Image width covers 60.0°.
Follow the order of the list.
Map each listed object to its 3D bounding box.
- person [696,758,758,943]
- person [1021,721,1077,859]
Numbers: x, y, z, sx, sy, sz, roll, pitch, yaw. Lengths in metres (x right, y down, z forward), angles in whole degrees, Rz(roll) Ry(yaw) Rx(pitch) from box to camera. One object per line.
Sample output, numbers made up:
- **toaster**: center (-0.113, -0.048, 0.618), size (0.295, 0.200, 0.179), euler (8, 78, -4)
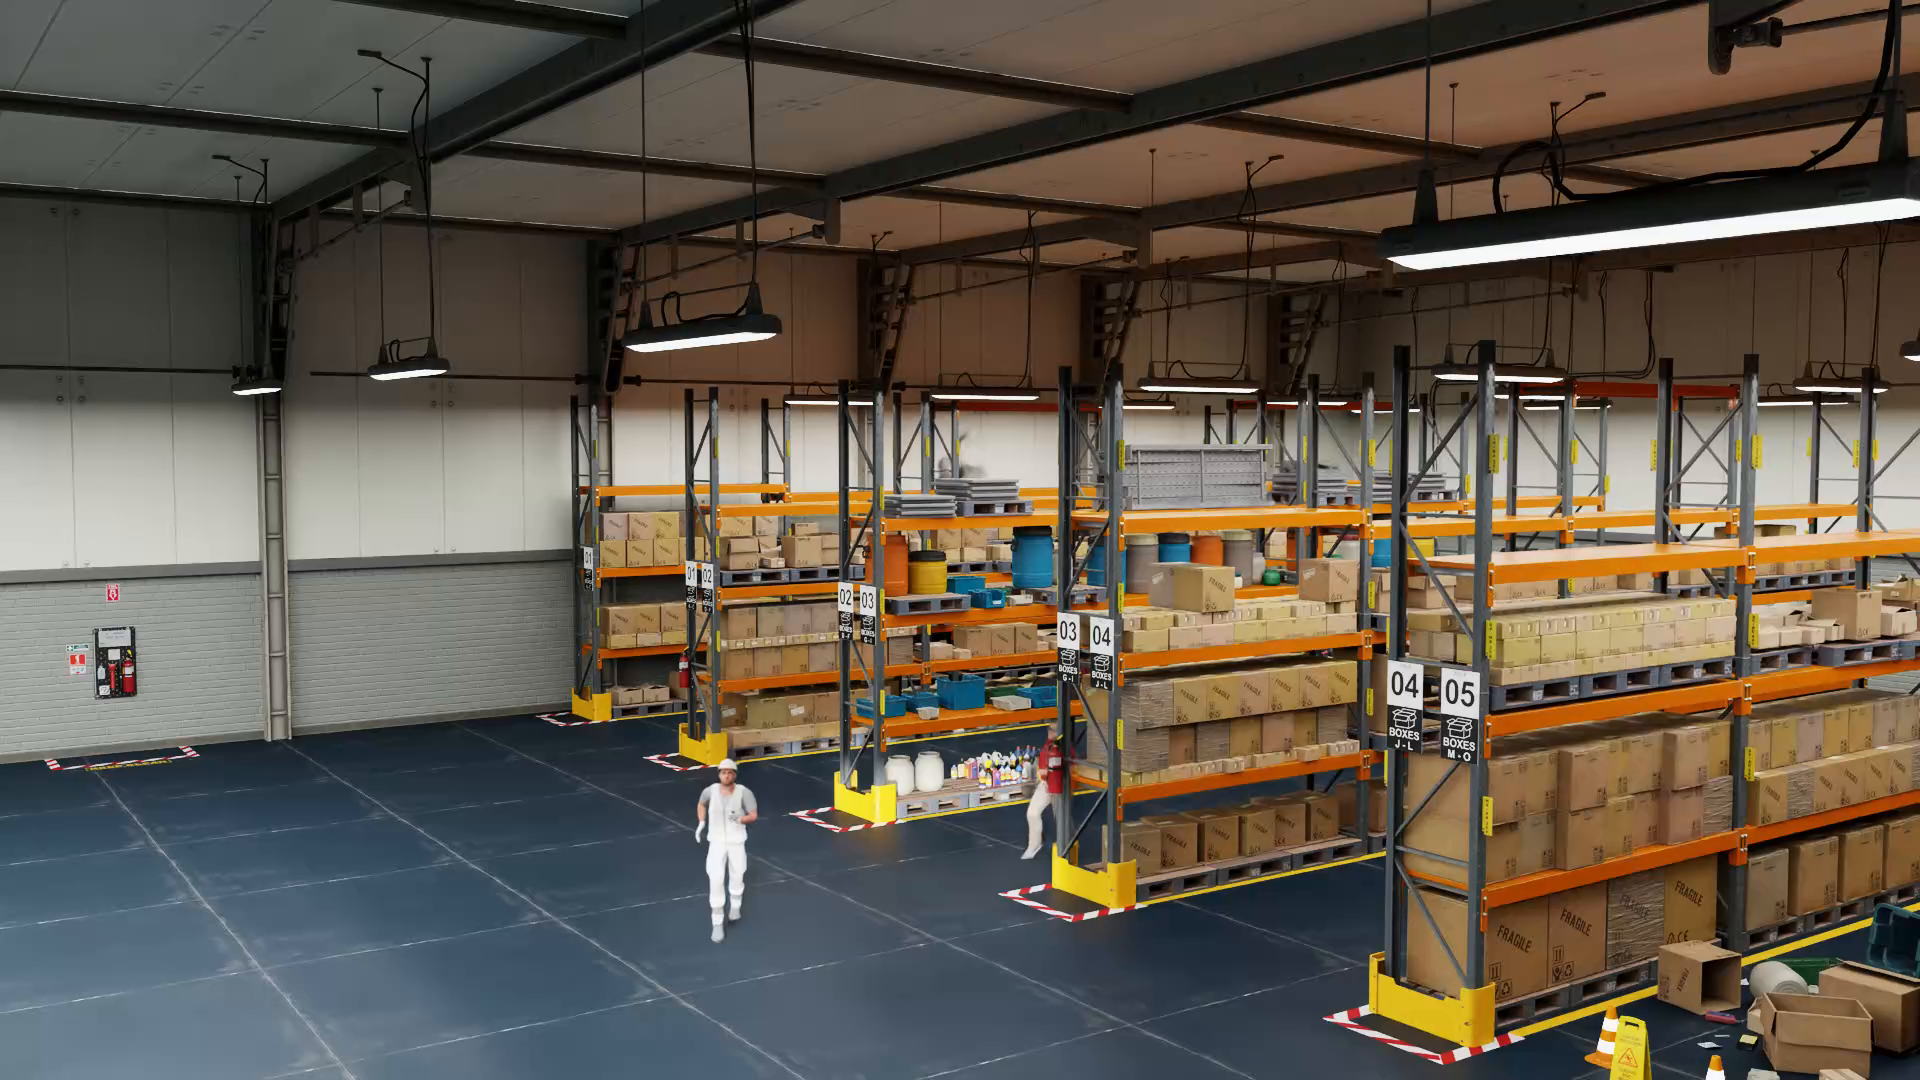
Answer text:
- **person**: center (-2.447, 3.204, 17.455), size (0.649, 1.835, 0.839), euler (0, 3, -6)
- **person**: center (1.198, 3.099, 20.504), size (0.789, 1.776, 0.673), euler (-3, 5, -43)
